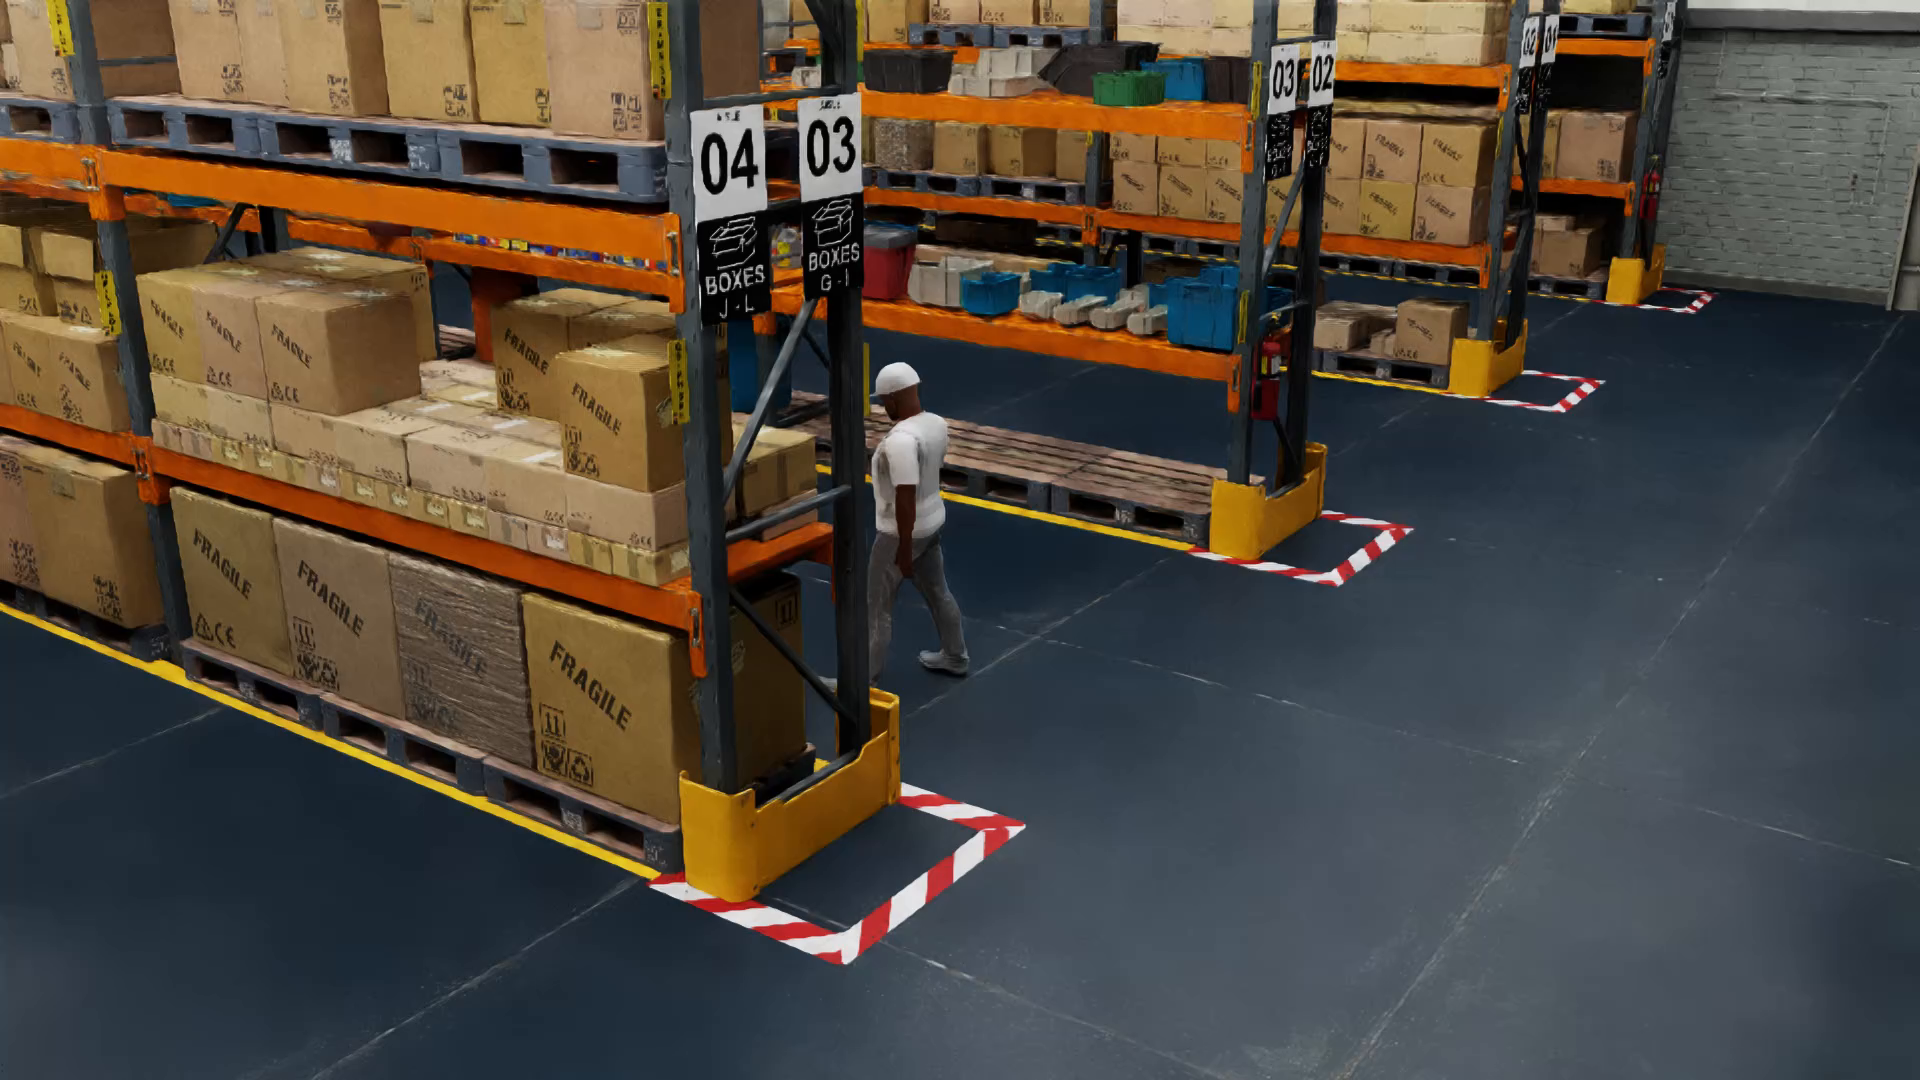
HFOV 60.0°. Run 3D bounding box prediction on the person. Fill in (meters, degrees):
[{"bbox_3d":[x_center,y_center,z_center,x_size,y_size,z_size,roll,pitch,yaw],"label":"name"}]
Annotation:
[{"bbox_3d":[-0.342,-0.050,8.652,0.646,1.743,0.759,8,21,20],"label":"person"}]
